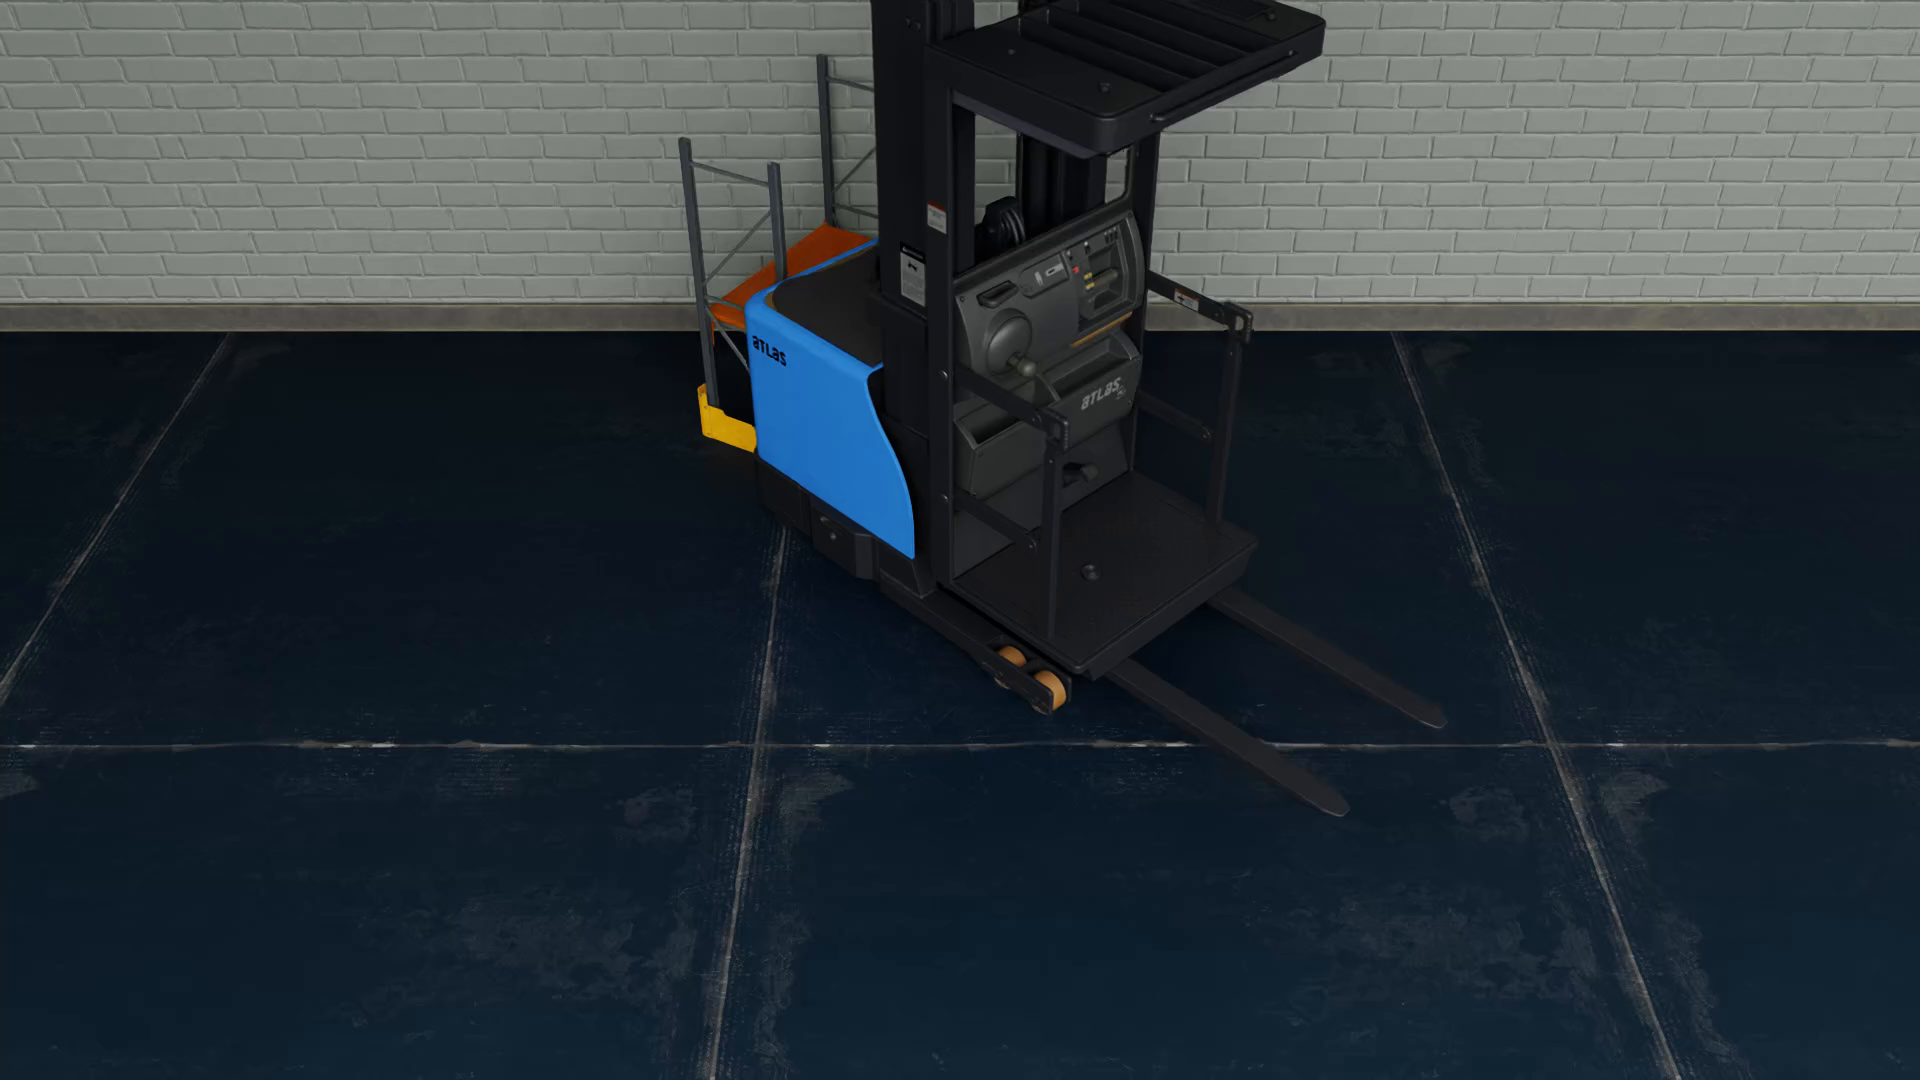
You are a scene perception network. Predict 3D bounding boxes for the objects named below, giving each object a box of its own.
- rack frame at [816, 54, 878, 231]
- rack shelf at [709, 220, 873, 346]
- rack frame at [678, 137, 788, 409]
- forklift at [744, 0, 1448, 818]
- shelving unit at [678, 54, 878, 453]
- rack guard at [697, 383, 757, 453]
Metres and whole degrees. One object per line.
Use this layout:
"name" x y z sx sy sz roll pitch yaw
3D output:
"rack frame" -0.437 -1.562 8.000 0.500 1.500 0.032 20 43 23
"rack shelf" -0.696 -1.148 7.771 0.538 0.185 1.000 20 43 23
"rack frame" -0.955 -1.015 7.317 0.500 1.500 0.032 20 43 23
"forklift" 0.490 -0.842 5.957 1.130 2.935 3.031 -31 48 -33
"shelving unit" -0.700 -1.284 7.653 0.587 1.500 1.083 20 43 23
"rack guard" -0.954 -0.528 7.709 0.587 0.250 0.087 20 43 23
